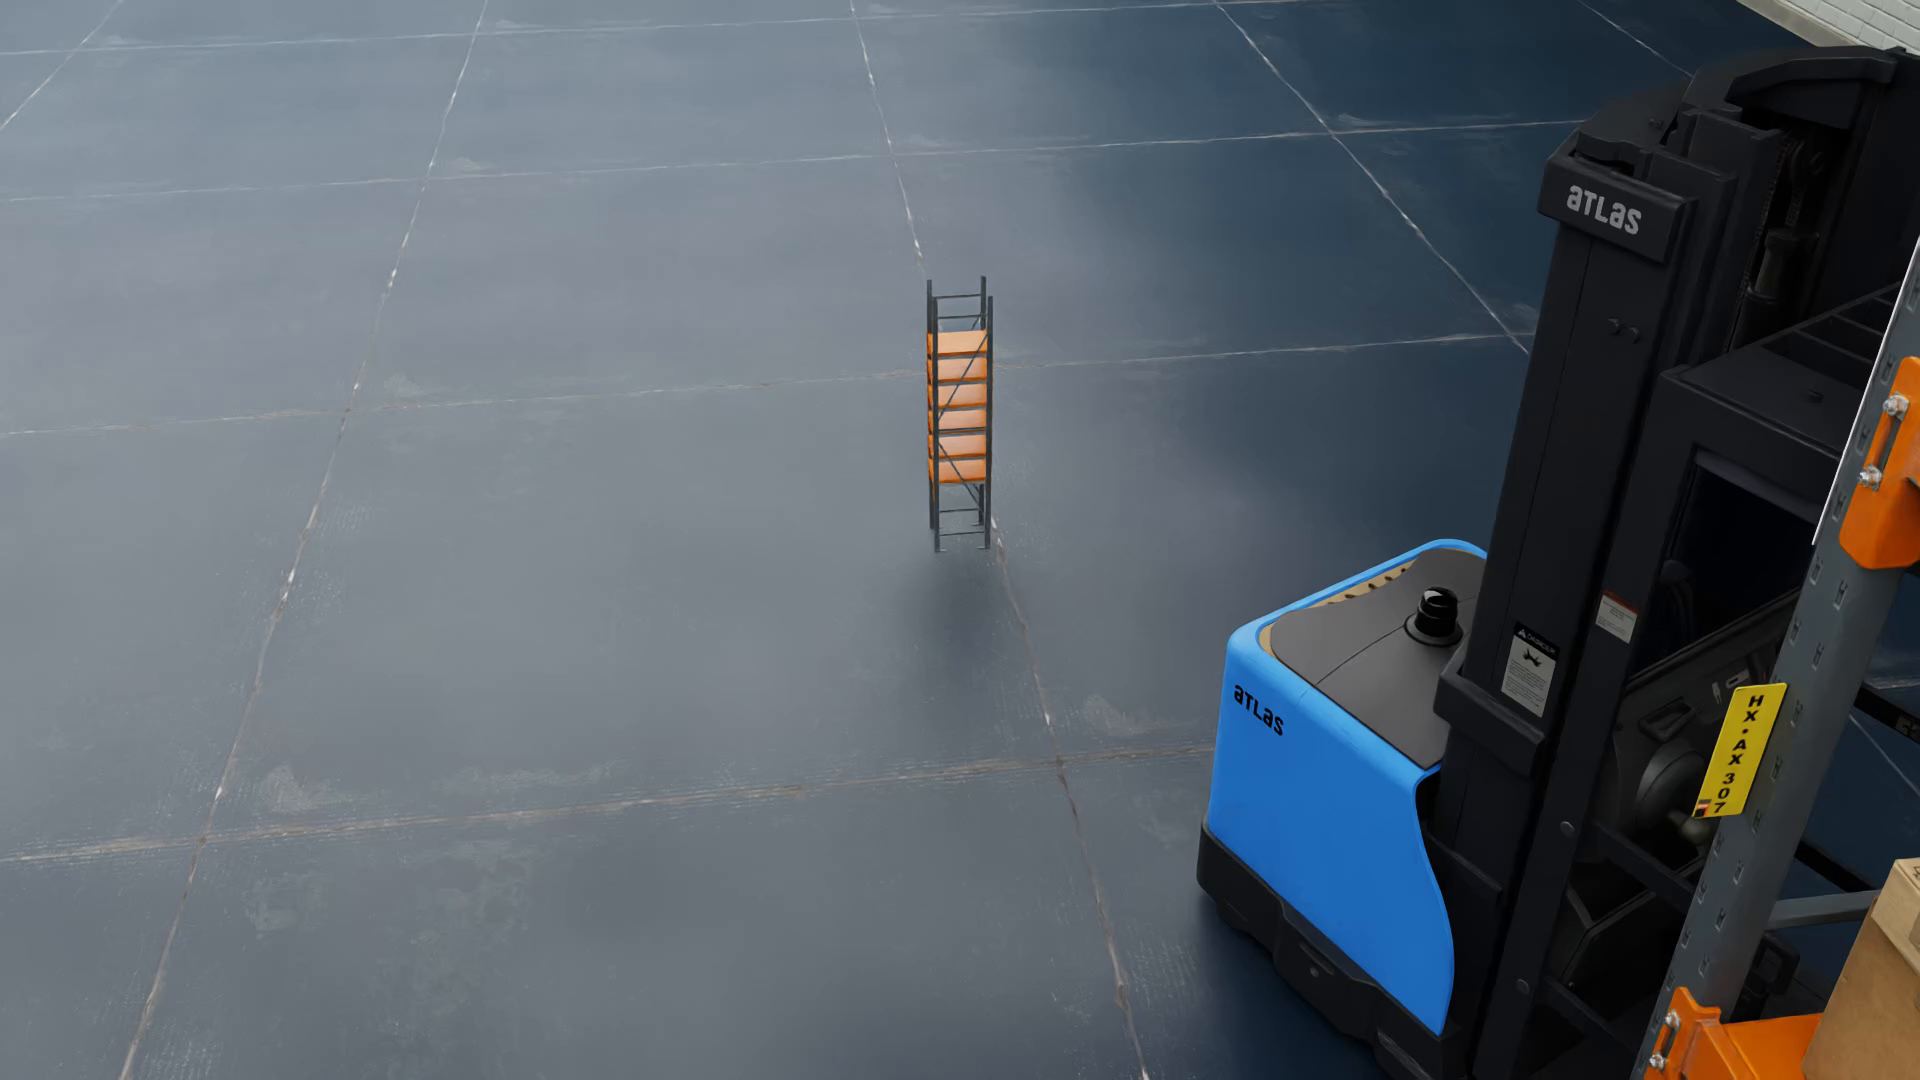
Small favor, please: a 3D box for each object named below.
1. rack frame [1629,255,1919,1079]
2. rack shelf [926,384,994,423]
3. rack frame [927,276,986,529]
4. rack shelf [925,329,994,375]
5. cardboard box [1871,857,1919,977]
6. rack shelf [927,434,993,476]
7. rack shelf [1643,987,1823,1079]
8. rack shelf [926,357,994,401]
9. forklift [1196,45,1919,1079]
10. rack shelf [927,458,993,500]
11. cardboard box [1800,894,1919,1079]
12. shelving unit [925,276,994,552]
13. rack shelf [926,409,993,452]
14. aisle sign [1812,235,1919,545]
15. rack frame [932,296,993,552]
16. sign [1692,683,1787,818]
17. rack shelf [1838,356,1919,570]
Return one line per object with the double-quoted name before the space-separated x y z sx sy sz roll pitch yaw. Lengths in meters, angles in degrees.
"rack frame" 2.031 0.755 3.479 0.949 2.616 0.053 -4 35 -6
"rack shelf" -0.002 -0.566 6.881 0.258 0.103 0.180 -4 35 -6
"rack frame" -0.014 -0.555 6.999 0.240 1.200 0.006 -4 35 -6
"rack shelf" -0.002 -0.765 6.746 0.258 0.103 0.180 -4 35 -6
"cardboard box" 1.867 0.681 2.922 0.380 0.149 0.250 -5 35 -7
"rack shelf" -0.002 -0.368 7.017 0.258 0.103 0.180 -4 35 -6
"rack shelf" 2.297 2.168 2.043 1.077 0.370 4.000 -4 35 -6
"rack shelf" -0.002 -0.665 6.814 0.258 0.103 0.180 -4 35 -6
"forklift" 2.016 0.489 3.929 1.130 2.935 3.031 -21 39 -27
"rack shelf" -0.002 -0.269 7.084 0.258 0.103 0.180 -4 35 -6
"cardboard box" 2.078 0.975 3.067 0.700 0.500 0.500 -4 35 -6
"shelving unit" -0.002 -0.504 6.924 0.258 1.200 0.189 -4 35 -6
"rack shelf" -0.002 -0.467 6.949 0.258 0.103 0.180 -4 35 -6
"aisle sign" 1.715 -0.333 2.766 0.394 0.787 0.004 -4 35 -6
"rack frame" 0.010 -0.453 6.849 0.240 1.200 0.006 -4 35 -6
"sign" 1.477 0.403 3.156 0.100 0.325 0.005 -4 35 -6
"rack shelf" 2.297 0.929 1.199 1.077 0.370 4.000 -4 35 -6
